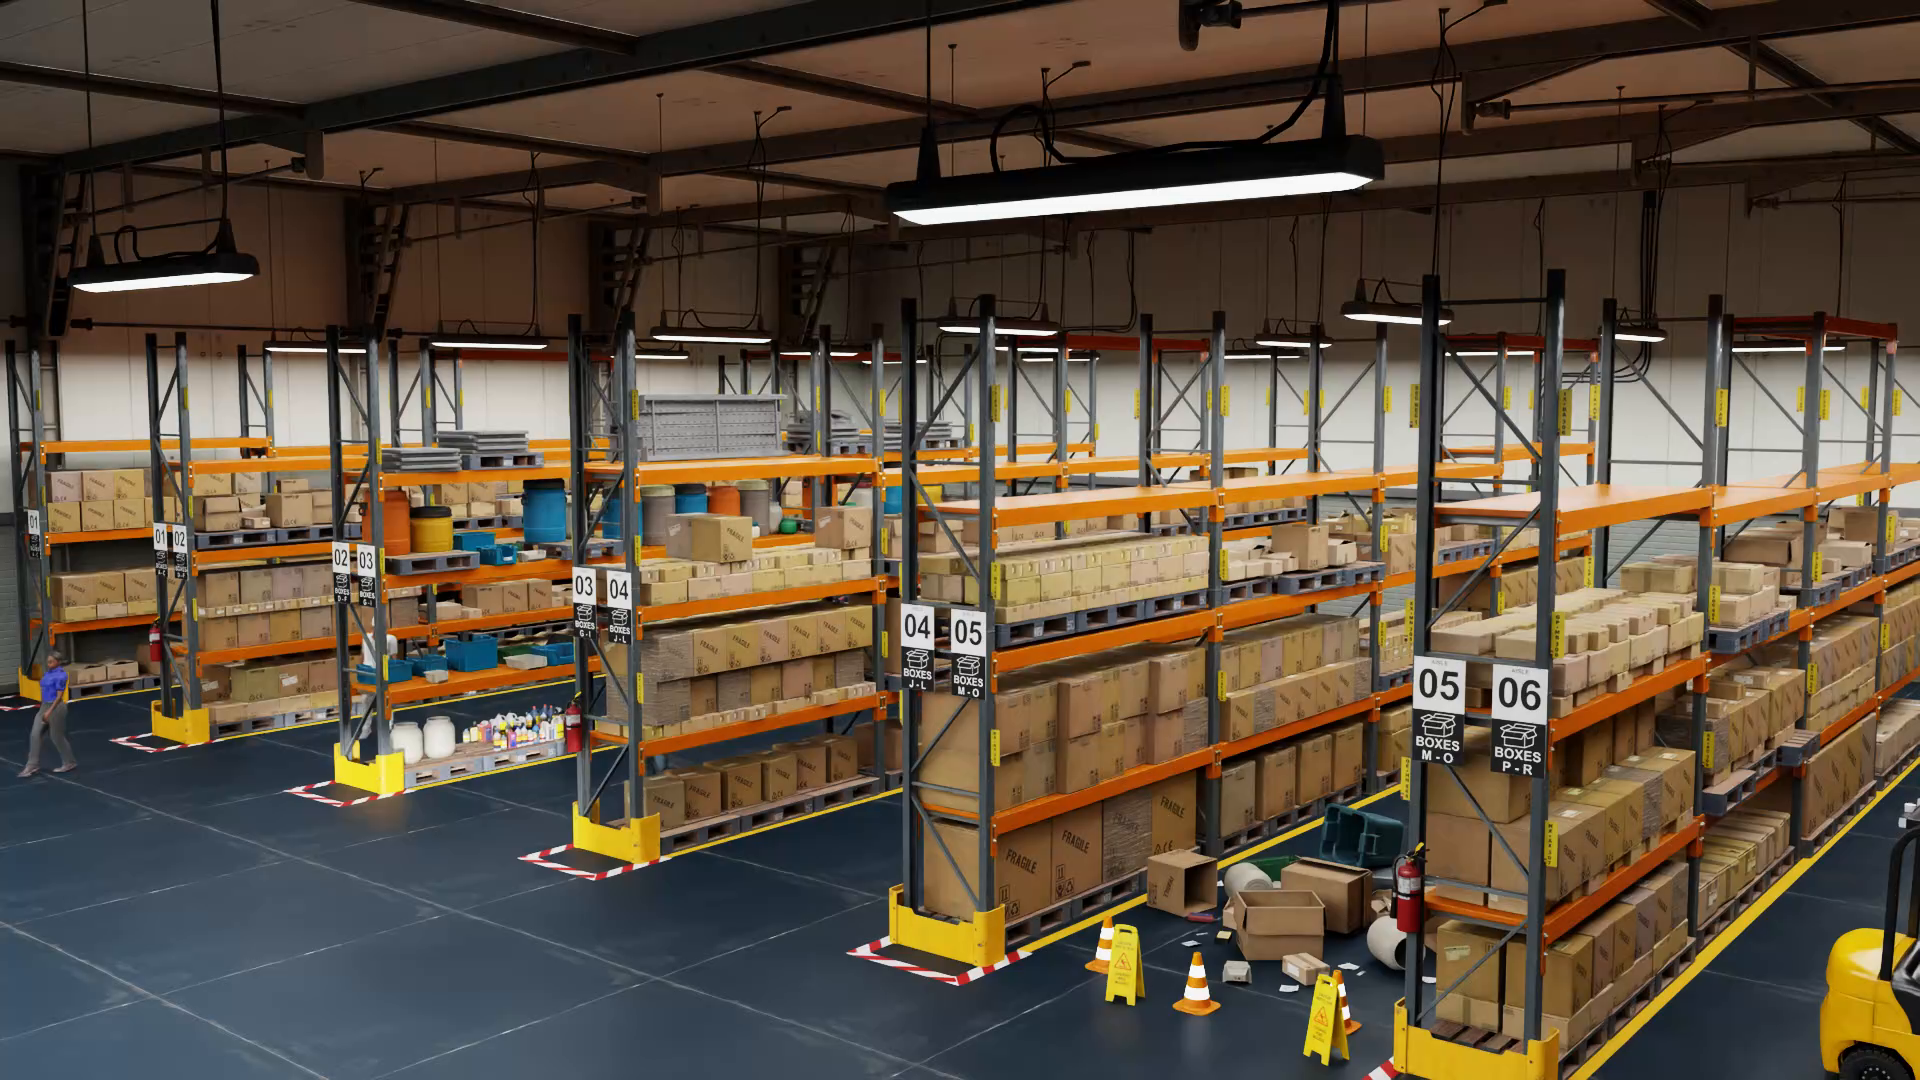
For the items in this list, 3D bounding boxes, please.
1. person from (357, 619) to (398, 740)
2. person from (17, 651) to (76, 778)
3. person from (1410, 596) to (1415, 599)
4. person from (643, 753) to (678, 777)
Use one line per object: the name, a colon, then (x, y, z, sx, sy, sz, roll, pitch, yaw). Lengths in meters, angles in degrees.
person: (-8.740, 2.055, 24.890, 0.580, 1.813, 0.659, 0, 5, -2)
person: (-12.314, 2.336, 22.393, 0.469, 1.669, 0.684, 3, 6, 30)
person: (7.547, 1.784, 27.757, 0.629, 1.711, 1.129, 5, 7, 42)
person: (-3.795, 2.418, 20.965, 0.627, 1.744, 0.659, 2, 6, 24)
